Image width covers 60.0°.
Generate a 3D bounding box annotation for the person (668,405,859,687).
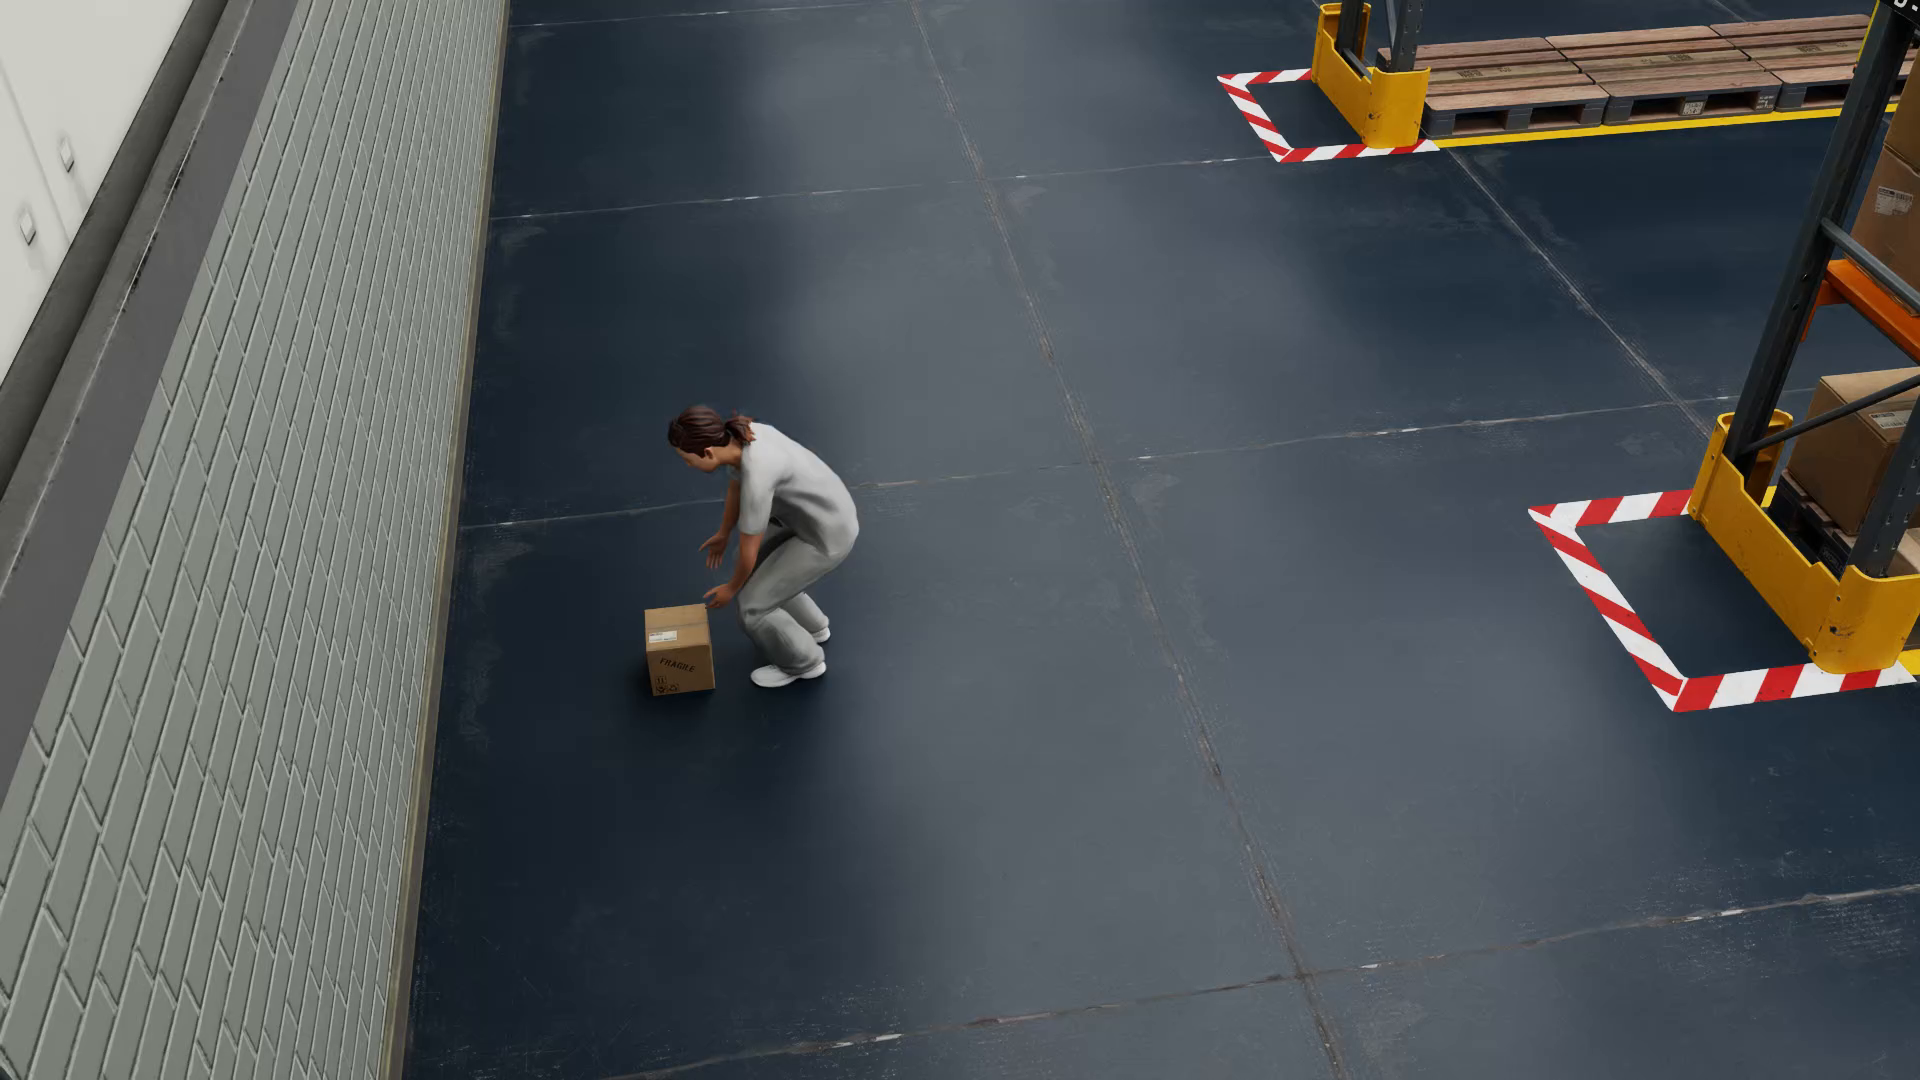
[{"bbox_3d":[-0.729,0.009,6.444,0.683,1.304,0.491,-6,39,-8],"label":"person"}]
